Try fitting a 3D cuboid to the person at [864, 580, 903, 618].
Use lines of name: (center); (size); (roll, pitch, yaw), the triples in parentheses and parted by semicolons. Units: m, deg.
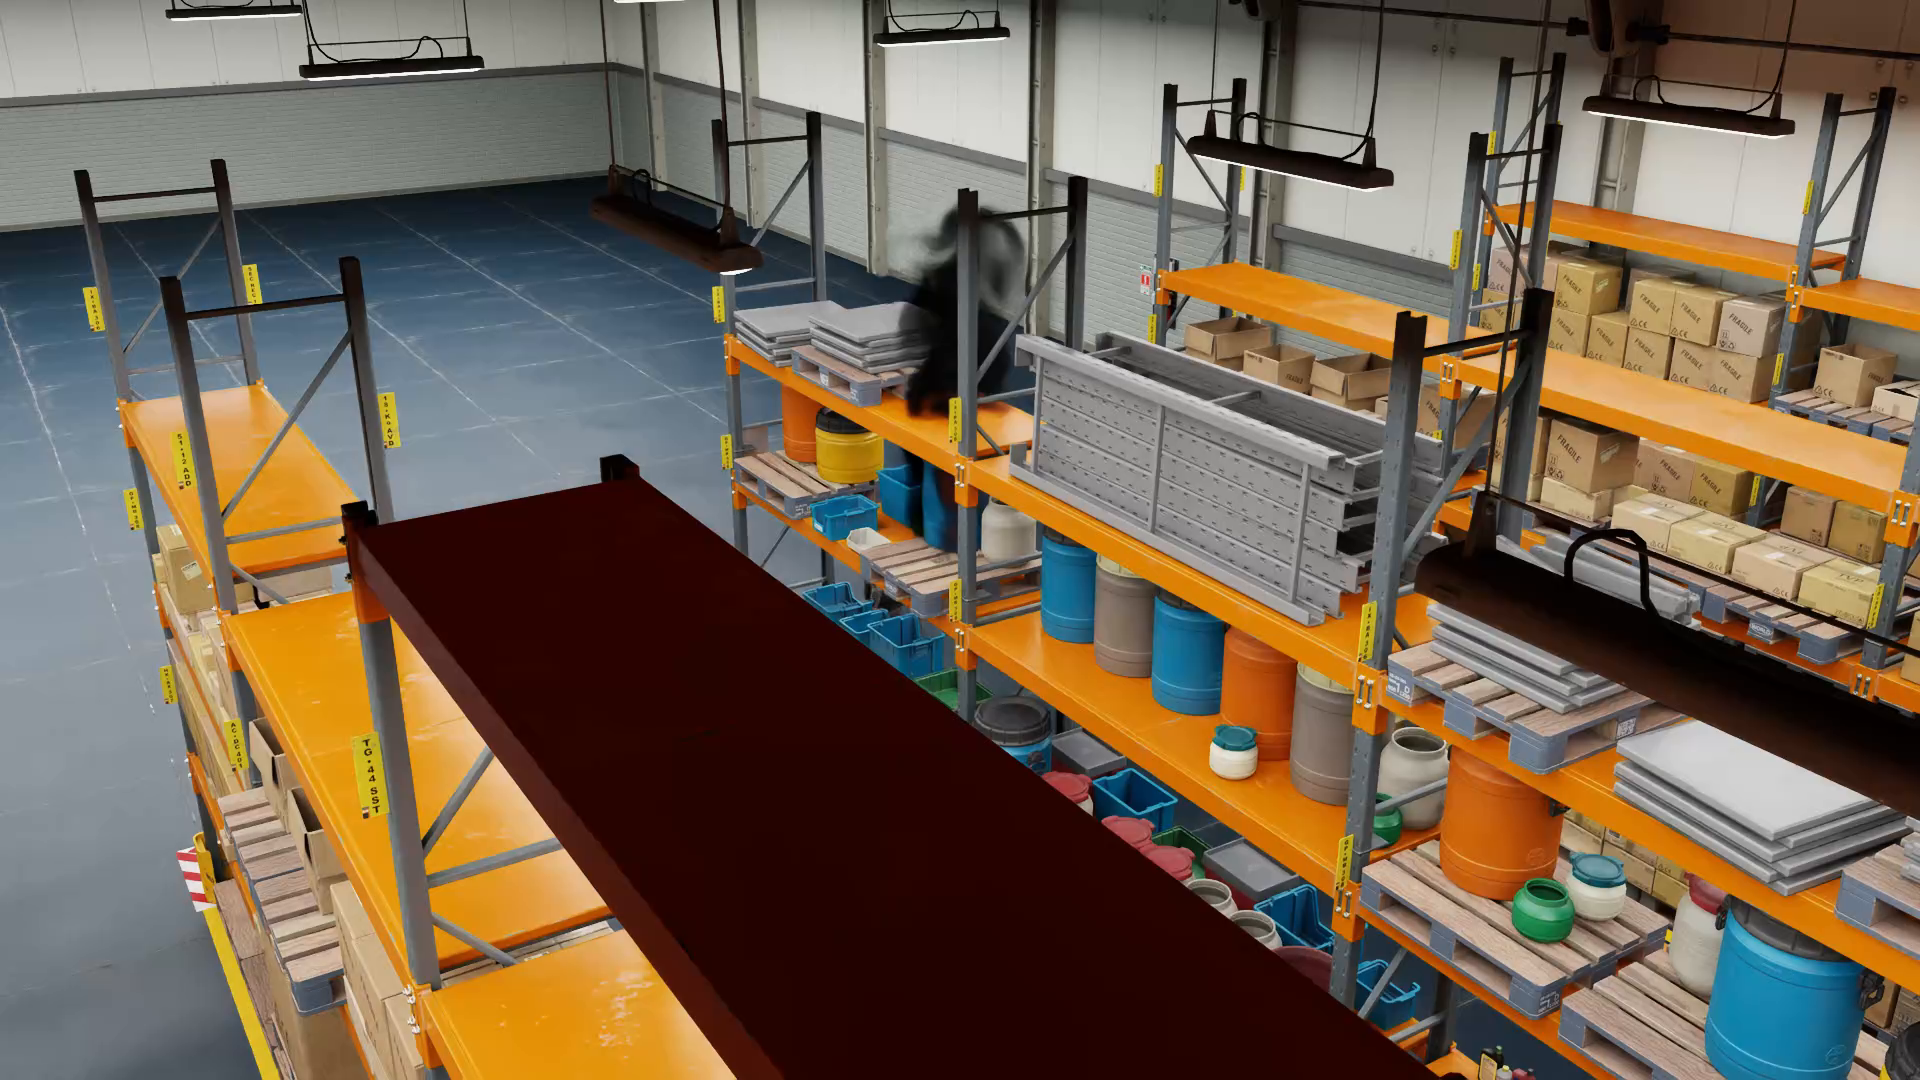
person: (-0.775, 0.716, 17.374); (0.749, 1.714, 0.697); (14, 26, 32)
